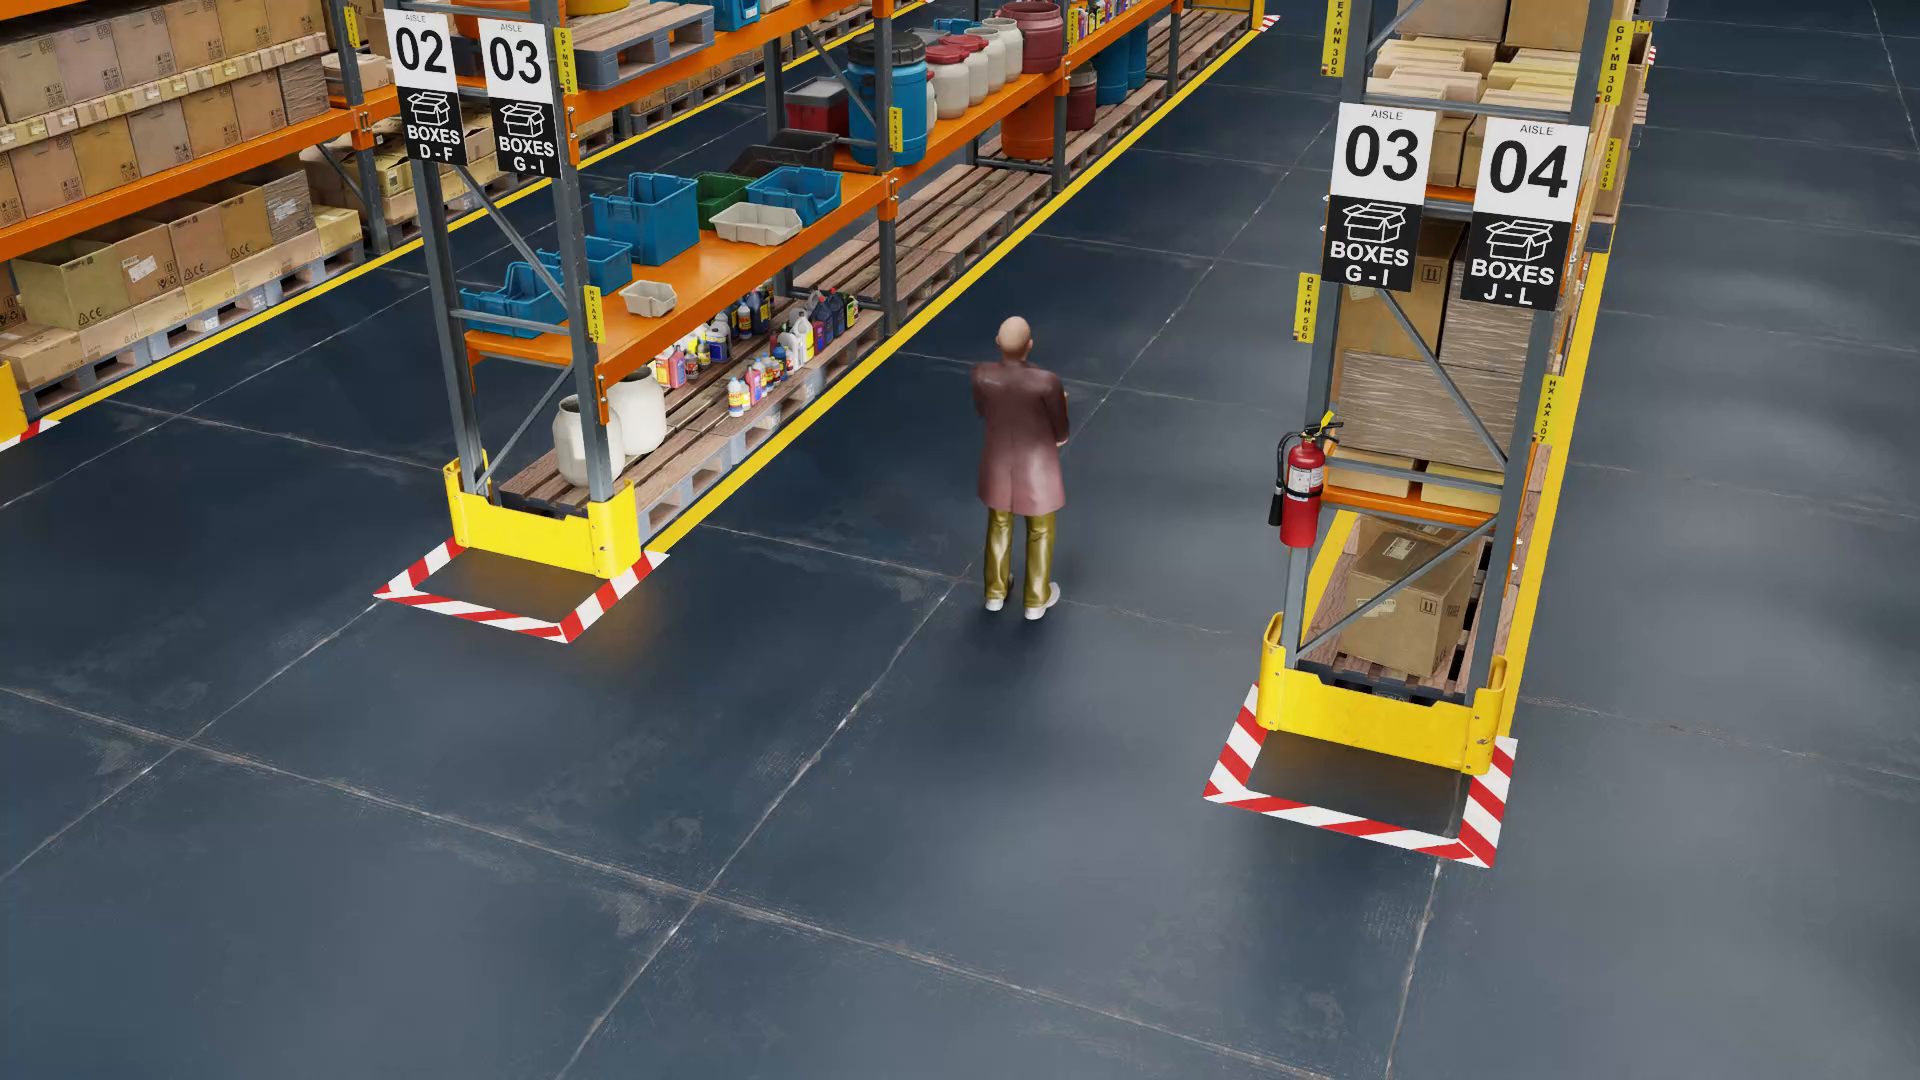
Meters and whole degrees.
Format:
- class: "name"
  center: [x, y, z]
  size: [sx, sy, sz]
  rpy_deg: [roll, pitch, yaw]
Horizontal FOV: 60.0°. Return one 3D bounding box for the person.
- class: "person"
  center: [0.365, -0.453, 9.228]
  size: [0.533, 1.774, 0.554]
  rpy_deg: [11, 31, 19]
